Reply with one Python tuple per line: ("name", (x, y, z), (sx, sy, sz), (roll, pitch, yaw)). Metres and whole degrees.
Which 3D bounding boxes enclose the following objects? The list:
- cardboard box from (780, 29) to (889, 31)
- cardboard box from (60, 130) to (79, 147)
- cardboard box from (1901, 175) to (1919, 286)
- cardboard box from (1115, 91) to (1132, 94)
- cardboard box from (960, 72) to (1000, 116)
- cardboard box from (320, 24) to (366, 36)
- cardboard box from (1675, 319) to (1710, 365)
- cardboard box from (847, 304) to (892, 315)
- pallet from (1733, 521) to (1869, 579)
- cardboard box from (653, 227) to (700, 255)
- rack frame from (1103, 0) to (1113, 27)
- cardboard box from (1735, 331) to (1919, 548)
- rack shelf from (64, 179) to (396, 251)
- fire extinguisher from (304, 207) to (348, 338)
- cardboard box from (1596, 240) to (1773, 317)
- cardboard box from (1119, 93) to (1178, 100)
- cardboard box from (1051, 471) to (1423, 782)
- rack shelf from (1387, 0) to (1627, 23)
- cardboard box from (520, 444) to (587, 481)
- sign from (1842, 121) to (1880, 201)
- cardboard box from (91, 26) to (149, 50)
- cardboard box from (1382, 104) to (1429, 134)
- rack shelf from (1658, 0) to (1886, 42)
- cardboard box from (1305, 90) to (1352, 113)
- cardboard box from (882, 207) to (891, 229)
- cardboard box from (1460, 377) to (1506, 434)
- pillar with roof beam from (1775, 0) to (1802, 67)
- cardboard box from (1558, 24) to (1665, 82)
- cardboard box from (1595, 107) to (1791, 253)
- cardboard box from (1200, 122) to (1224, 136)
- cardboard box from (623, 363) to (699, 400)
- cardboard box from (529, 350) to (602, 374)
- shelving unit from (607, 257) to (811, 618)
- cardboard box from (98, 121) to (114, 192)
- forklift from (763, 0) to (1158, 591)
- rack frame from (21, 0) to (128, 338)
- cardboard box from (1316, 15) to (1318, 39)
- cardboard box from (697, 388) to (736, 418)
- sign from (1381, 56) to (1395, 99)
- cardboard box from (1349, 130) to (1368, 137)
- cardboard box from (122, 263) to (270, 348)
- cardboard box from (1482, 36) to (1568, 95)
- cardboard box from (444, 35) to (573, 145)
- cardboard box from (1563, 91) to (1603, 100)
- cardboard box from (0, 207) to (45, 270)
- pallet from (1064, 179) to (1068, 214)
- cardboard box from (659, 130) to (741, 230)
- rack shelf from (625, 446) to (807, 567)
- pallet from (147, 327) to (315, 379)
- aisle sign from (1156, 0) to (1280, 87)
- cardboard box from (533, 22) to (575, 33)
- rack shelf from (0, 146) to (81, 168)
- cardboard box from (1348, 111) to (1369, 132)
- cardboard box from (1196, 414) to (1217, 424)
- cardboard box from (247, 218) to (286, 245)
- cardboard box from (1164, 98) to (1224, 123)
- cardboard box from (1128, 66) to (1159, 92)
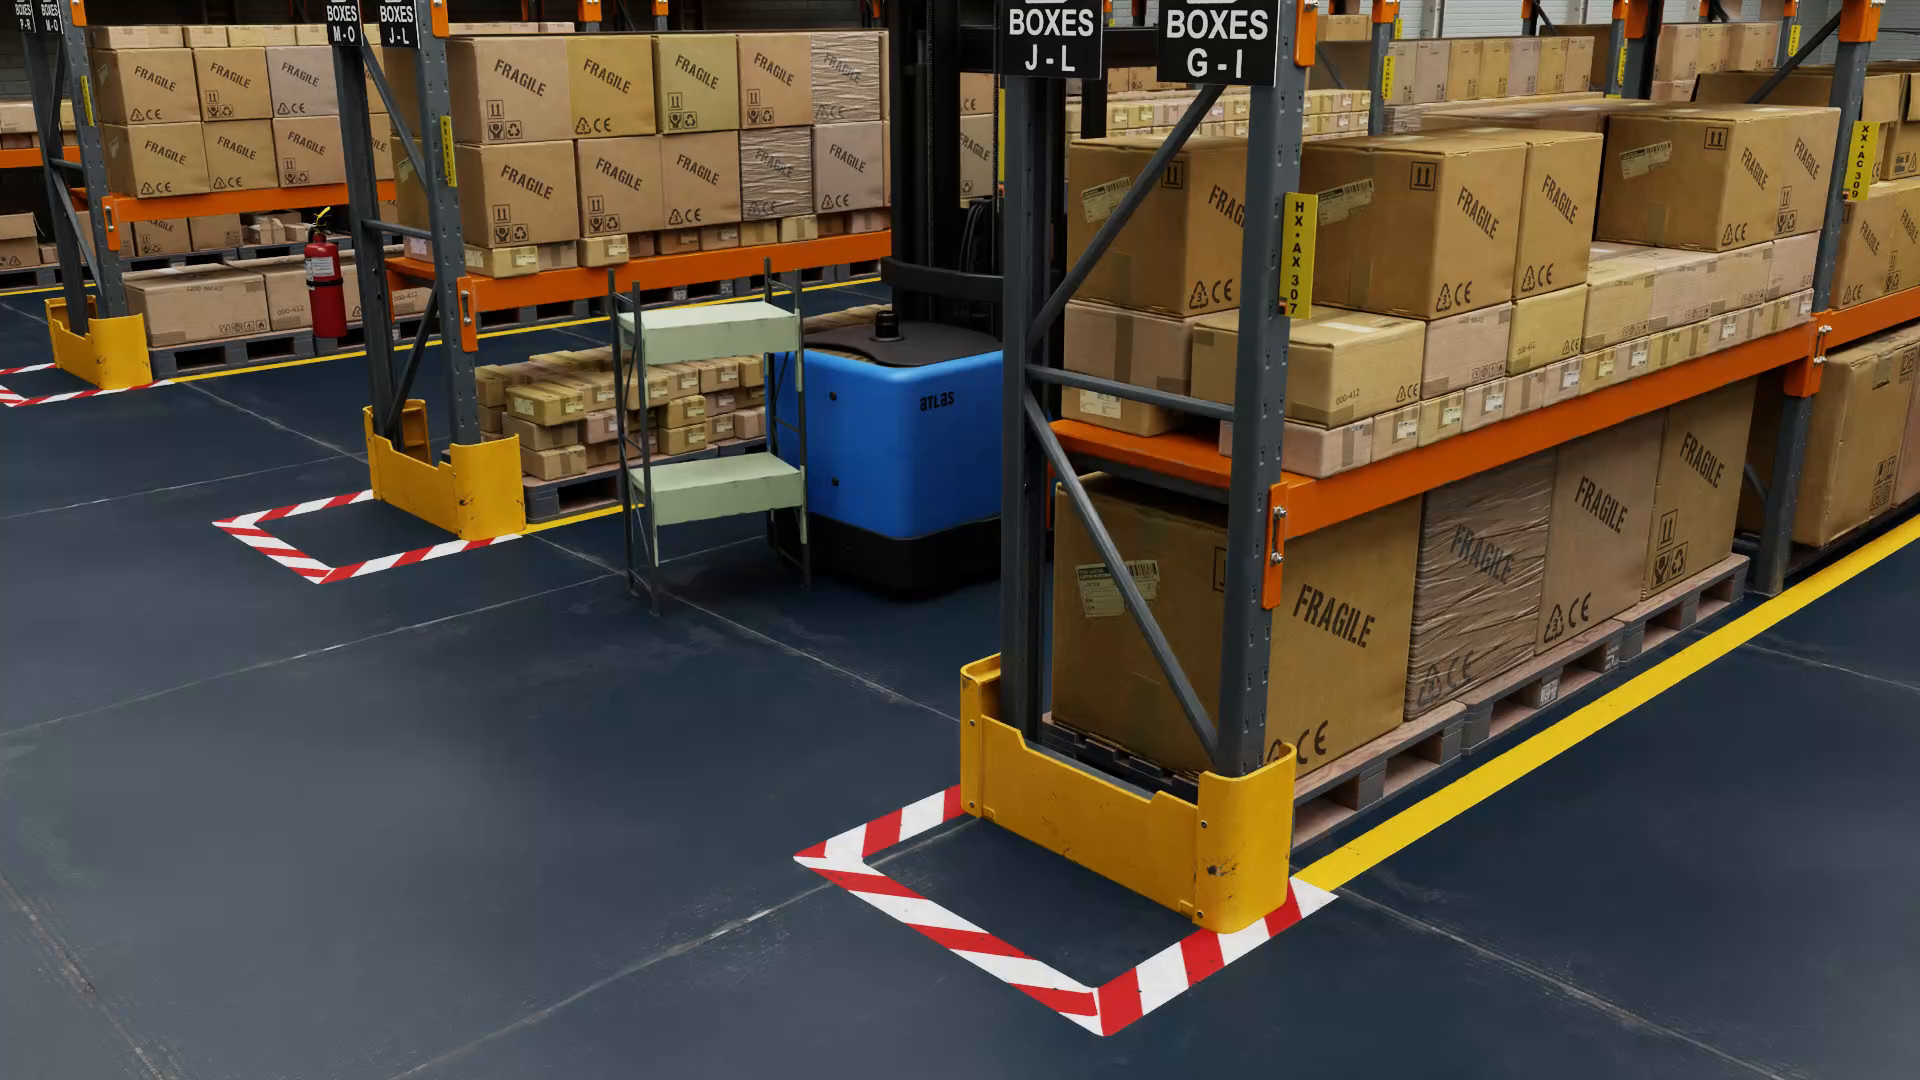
("cardboard box", (-0.770, -2.920, 10.362), (0.500, 0.500, 0.500), (17, 25, 42))
("cardboard box", (-8.540, -3.875, 15.981), (0.250, 0.149, 0.380), (-16, 24, -40))
("cardboard box", (4.660, -1.578, 8.328), (0.500, 0.500, 0.500), (-17, 25, -42))
("cardboard box", (1.697, -4.933, 18.562), (0.250, 0.149, 0.380), (-16, 24, -40))
("cardboard box", (-0.064, -2.914, 10.344), (0.500, 0.500, 0.500), (17, 24, 42))
("cardboard box", (-4.685, -3.814, 12.550), (0.250, 0.149, 0.380), (-17, 25, -42))
("cardboard box", (2.682, -0.801, 6.499), (0.250, 0.149, 0.380), (-16, 24, -40))
("cardboard box", (-0.542, -1.465, 11.116), (0.250, 0.149, 0.380), (-15, 23, -38))
("pallet", (3.935, -0.131, 8.546), (1.213, 0.211, 1.003), (-16, 24, -41))
("cardboard box", (-1.658, -1.684, 9.221), (0.250, 0.149, 0.380), (-17, 24, -41))
("rack frame", (1.924, -7.152, 25.680), (0.127, 3.000, 1.000), (-16, 24, -41))
("cardboard box", (3.877, -0.606, 8.254), (0.875, 0.875, 1.225), (-16, 24, -41))
("rack shelf", (-4.836, -2.732, 13.213), (4.000, 0.370, 1.077), (-16, 24, -41))
("fire extinguisher", (-3.315, -1.398, 8.663), (0.183, 0.674, 0.296), (-16, 24, -41))
("cardboard box", (2.911, -1.084, 6.727), (0.500, 0.250, 0.500), (-15, 23, -39))
("cardboard box", (1.391, -3.235, 12.361), (0.250, 0.149, 0.380), (-17, 24, -42))
("cardboard box", (0.929, 0.228, 5.682), (0.875, 0.875, 0.875), (-16, 24, -41))
("rack shelf", (4.451, -4.766, 14.623), (4.000, 0.370, 1.077), (-16, 24, -41))
("cardboard box", (-2.214, -0.445, 8.935), (0.250, 0.149, 0.380), (-16, 24, -40))
("sign", (3.808, -1.602, 7.031), (0.005, 0.325, 0.100), (-16, 24, -41))
("cardboard box", (-5.841, -3.495, 11.566), (0.250, 0.149, 0.380), (-16, 24, -40))
("cardboard box", (3.510, -3.340, 13.759), (0.500, 0.500, 0.500), (-16, 24, -40))
("rack shelf", (4.879, -2.785, 8.515), (4.000, 0.370, 1.077), (-16, 24, -41))
("cardboard box", (2.773, -3.361, 12.750), (0.250, 0.149, 0.380), (-17, 24, -41))
("cardboard box", (-0.537, -2.016, 10.246), (0.380, 0.149, 0.250), (17, 25, 42))
("cardboard box", (1.564, -0.476, 5.495), (0.250, 0.149, 0.380), (-17, 24, -42))
("pillar with roof beam", (25.555, -15.452, 41.554), (0.400, 9.000, 9.100), (-16, 24, -41))
("cardboard box", (6.516, -4.903, 16.749), (0.550, 0.550, 0.875), (-16, 24, -41))
("cardboard box", (2.909, -1.441, 6.611), (0.500, 0.500, 0.500), (-16, 24, -40))
("cardboard box", (1.644, -2.891, 11.782), (0.250, 0.149, 0.380), (-17, 24, -42))
("cardboard box", (-1.689, -0.905, 9.389), (0.380, 0.149, 0.250), (16, 24, 41))
("cardboard box", (-2.281, -0.981, 9.625), (0.250, 0.149, 0.380), (-17, 25, -42))
("shelving unit", (-1.120, -0.473, 7.513), (0.755, 1.500, 0.431), (-9, 20, -26))
("cardboard box", (-6.121, -2.859, 12.277), (0.500, 0.500, 0.500), (-16, 24, -41))
("forklift", (0.445, -1.532, 8.456), (1.130, 2.935, 3.031), (17, 25, 42))
("rack frame", (-6.289, -2.650, 11.795), (0.127, 3.000, 1.000), (-16, 24, -41))
("cardboard box", (3.985, -6.237, 20.591), (0.500, 0.500, 0.700), (-16, 24, -41))
("cardboard box", (-1.515, -0.825, 9.626), (0.380, 0.149, 0.250), (16, 24, 41))
("sign", (3.378, -3.651, 13.133), (0.005, 0.325, 0.100), (-16, 24, -41))
("cardboard box", (2.955, -3.130, 13.002), (0.250, 0.149, 0.380), (-16, 24, -40))
("cardboard box", (-5.878, -1.793, 12.626), (0.875, 0.438, 0.875), (17, 24, 42))
("cardboard box", (5.175, -4.412, 15.446), (0.500, 0.500, 0.700), (-17, 24, -42))
("cardboard box", (-2.306, -2.262, 8.334), (0.500, 0.500, 0.500), (-16, 24, -41))
("cardboard box", (5.709, -3.982, 15.741), (0.500, 0.500, 0.500), (-16, 24, -41))
("cardboard box", (-9.193, -2.882, 15.878), (0.797, 0.503, 0.637), (17, 24, 42))
("pallet", (0.747, -2.448, 11.482), (1.213, 0.211, 1.003), (-16, 24, -41))
("cardboard box", (-1.563, -2.005, 9.159), (0.500, 0.500, 0.500), (-16, 24, -40))
("rack shelf", (-1.120, -0.163, 7.614), (0.720, 0.370, 0.431), (-9, 20, -26))
("pallet", (-5.762, -1.511, 12.801), (1.213, 0.211, 1.003), (-16, 24, -41))
("aisle sign", (0.673, -1.583, 4.290), (0.004, 0.787, 0.394), (-16, 24, -41))
("cardboard box", (-3.388, -4.193, 13.718), (0.250, 0.149, 0.380), (-17, 24, -42))
("rack shelf", (-8.249, -3.843, 16.641), (4.000, 0.370, 1.077), (-16, 24, -41))
("cardboard box", (2.952, -3.272, 12.958), (0.250, 0.149, 0.380), (-16, 24, -40))
("cardboard box", (0.740, -0.514, 5.615), (0.250, 0.149, 0.380), (-16, 24, -40))
("cardboard box", (-7.258, -3.249, 17.394), (0.258, 0.266, 0.396), (-15, 23, -39))
("cardboard box", (1.633, -3.028, 11.721), (0.250, 0.149, 0.380), (-15, 23, -39))
("cardboard box", (1.893, -5.327, 18.726), (0.500, 0.500, 0.500), (-16, 24, -41))
